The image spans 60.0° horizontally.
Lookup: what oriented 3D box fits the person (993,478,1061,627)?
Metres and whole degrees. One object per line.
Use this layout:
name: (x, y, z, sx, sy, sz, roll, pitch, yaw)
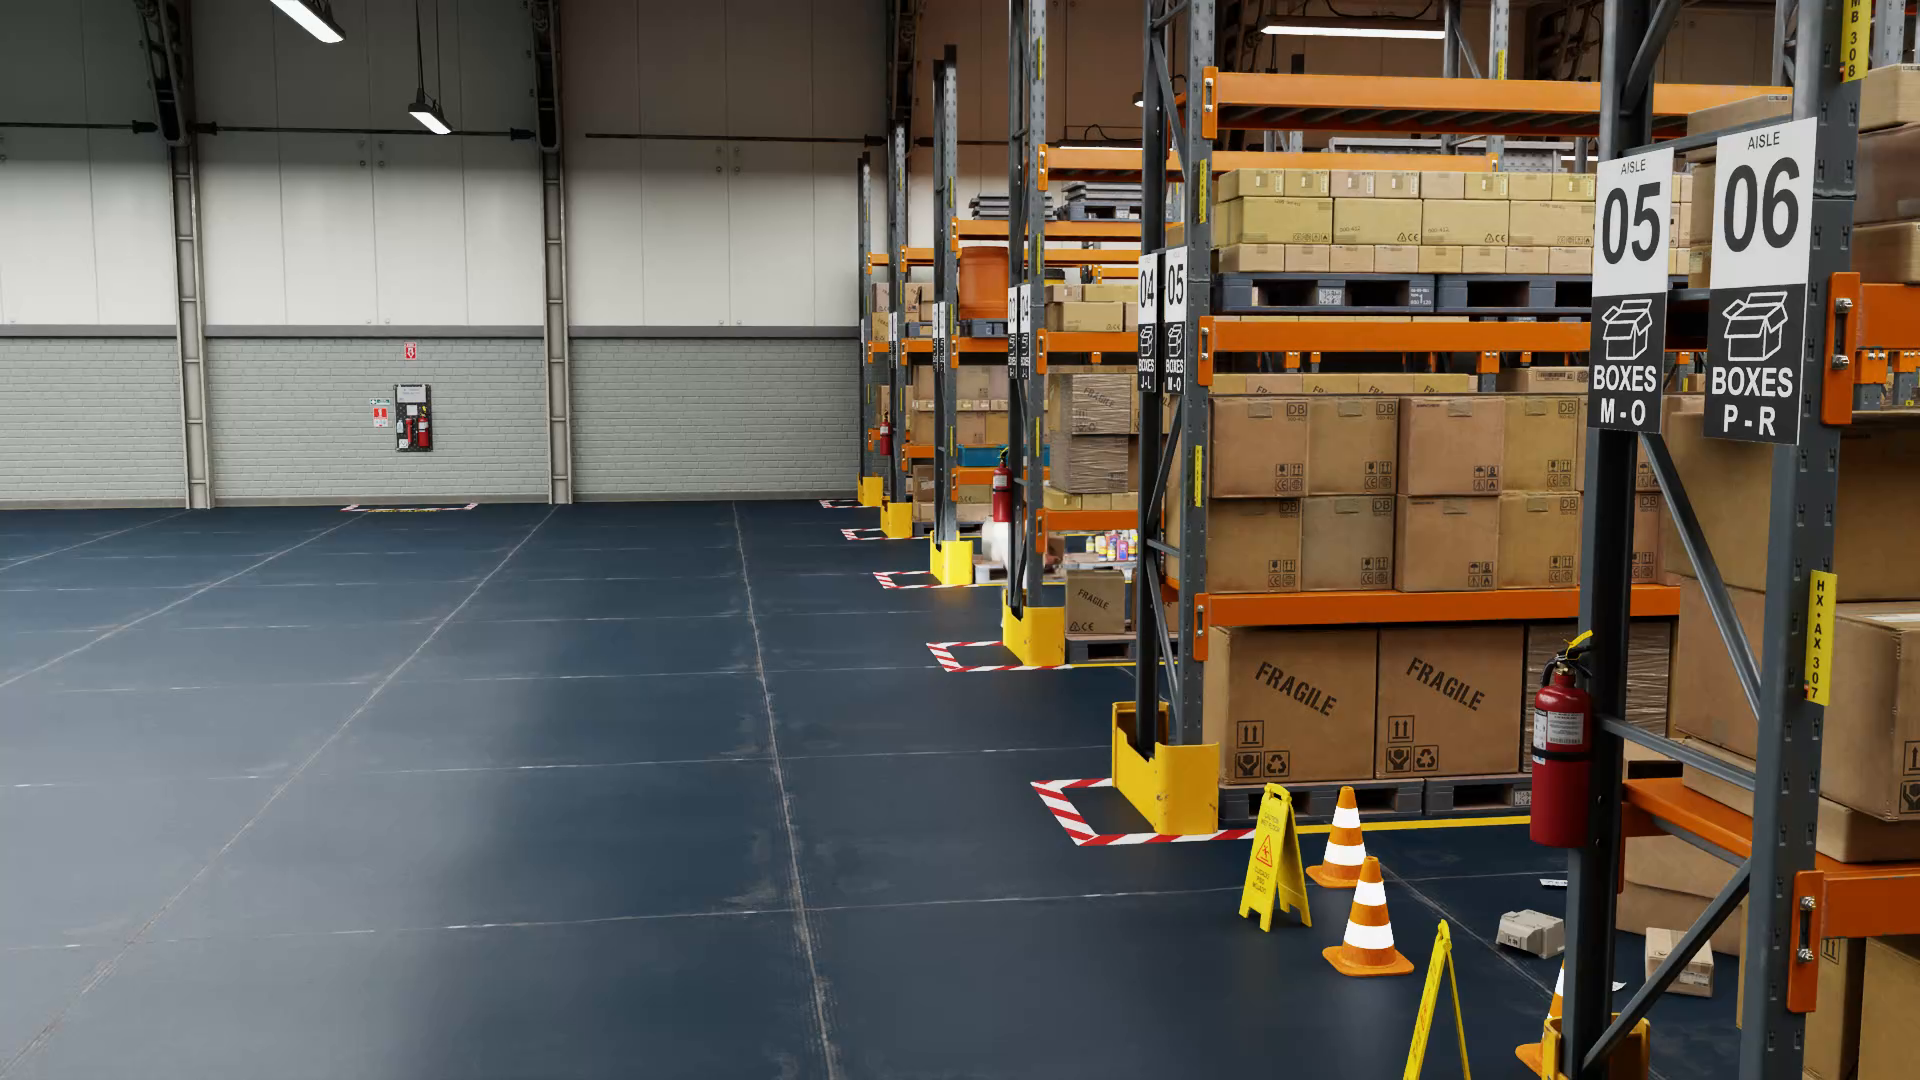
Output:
person: (0.716, 0.053, 15.970, 0.795, 1.590, 0.473, 1, 7, 9)
